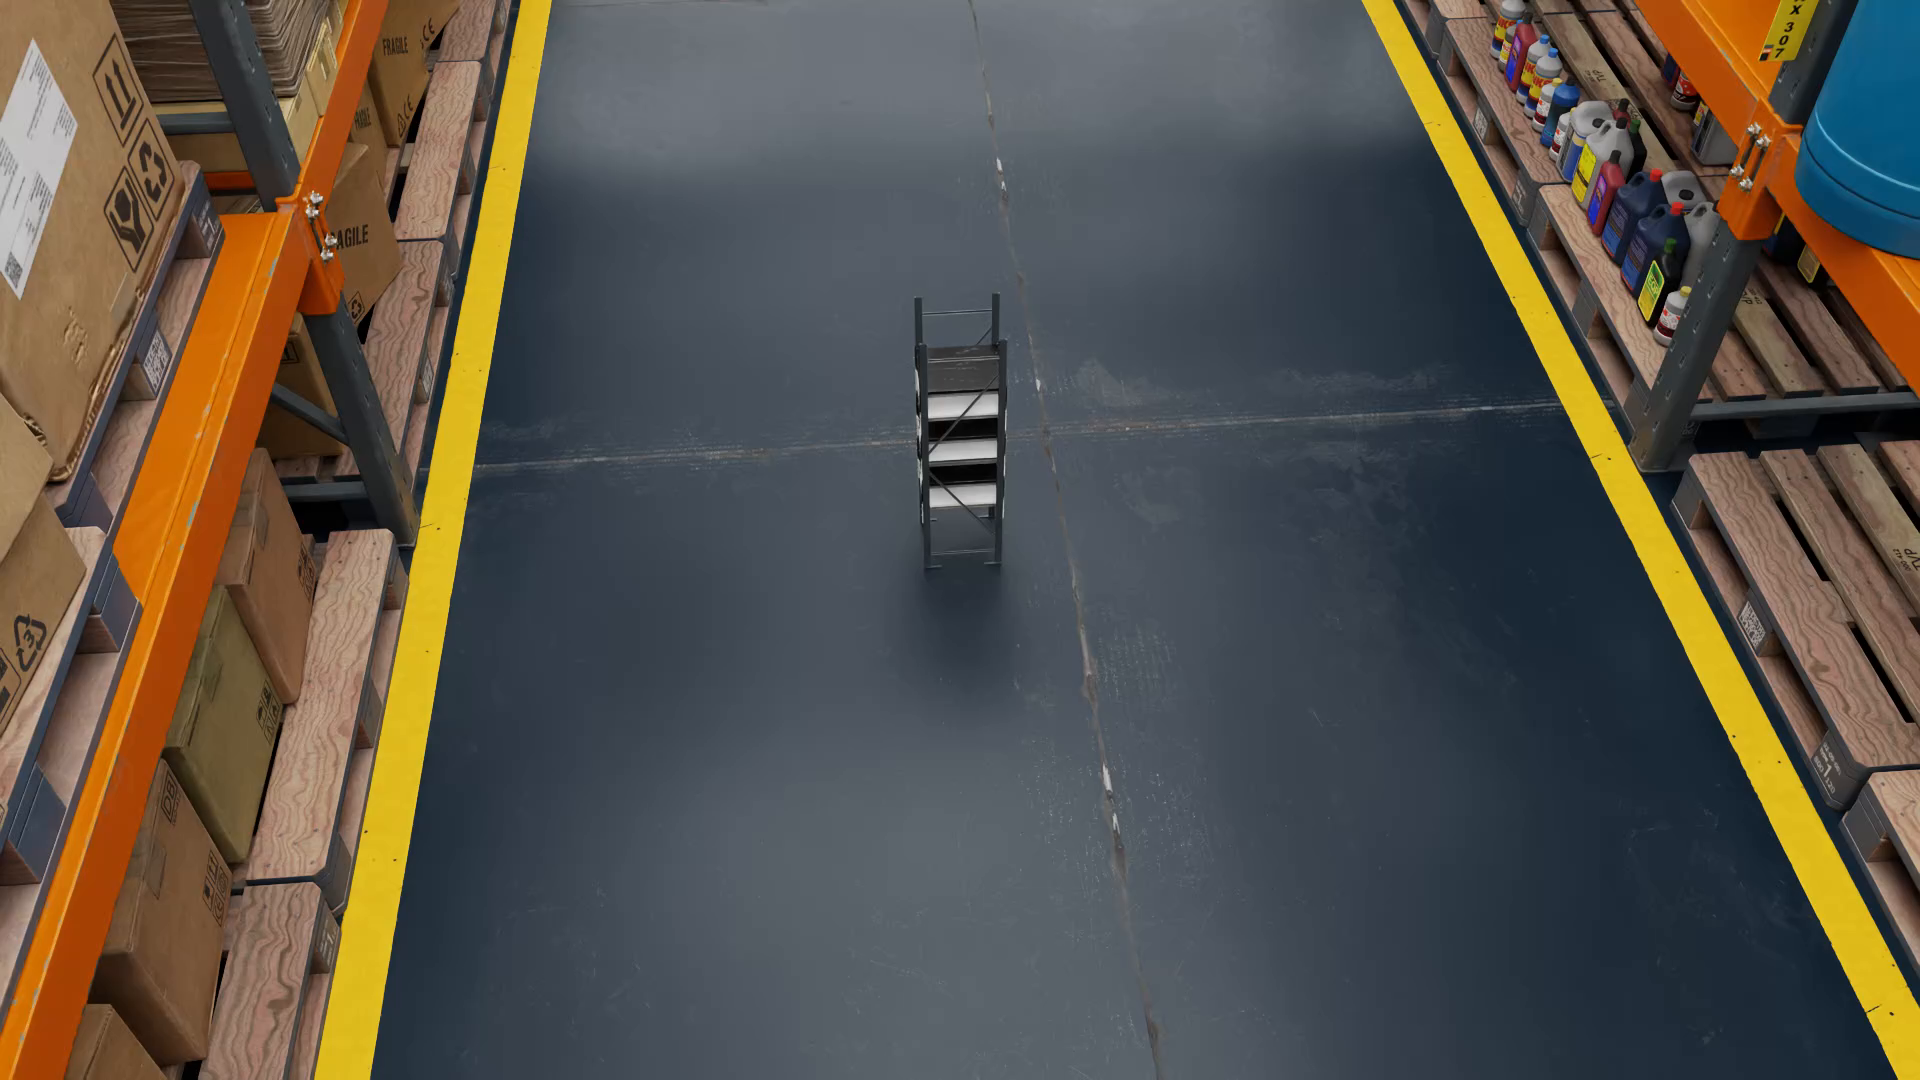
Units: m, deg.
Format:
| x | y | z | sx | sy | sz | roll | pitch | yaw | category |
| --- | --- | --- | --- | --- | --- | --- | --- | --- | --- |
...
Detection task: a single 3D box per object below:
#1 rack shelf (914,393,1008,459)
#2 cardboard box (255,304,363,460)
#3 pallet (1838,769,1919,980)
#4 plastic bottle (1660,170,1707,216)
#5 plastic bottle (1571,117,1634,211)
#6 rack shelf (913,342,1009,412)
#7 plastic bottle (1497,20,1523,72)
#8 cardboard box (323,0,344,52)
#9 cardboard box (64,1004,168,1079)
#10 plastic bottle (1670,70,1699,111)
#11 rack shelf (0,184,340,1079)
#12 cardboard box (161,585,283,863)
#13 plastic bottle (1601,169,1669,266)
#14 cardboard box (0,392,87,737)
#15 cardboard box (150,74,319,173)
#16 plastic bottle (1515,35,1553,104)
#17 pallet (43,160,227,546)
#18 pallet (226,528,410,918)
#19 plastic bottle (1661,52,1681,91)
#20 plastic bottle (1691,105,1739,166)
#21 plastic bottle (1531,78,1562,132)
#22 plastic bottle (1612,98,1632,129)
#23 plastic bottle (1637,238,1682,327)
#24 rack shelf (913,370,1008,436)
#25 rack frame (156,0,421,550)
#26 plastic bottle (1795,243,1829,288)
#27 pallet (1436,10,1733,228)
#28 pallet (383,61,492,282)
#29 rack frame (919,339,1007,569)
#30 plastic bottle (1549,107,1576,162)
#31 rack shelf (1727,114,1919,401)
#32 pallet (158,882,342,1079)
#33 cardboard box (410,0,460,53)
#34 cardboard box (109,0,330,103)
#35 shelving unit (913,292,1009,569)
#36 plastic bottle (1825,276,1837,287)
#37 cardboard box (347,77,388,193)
| x | y | z | sx | sy | sz | roll | pitch | yaw | category |
| --- | --- | --- | --- | --- | --- | --- | --- | --- | --- |
| 0.001 | -0.343 | 4.877 | 0.258 | 0.077 | 0.200 | -3 | 47 | -3 | rack shelf |
| -2.207 | -0.595 | 5.180 | 0.500 | 0.500 | 0.500 | -5 | 47 | -5 | cardboard box |
| 2.932 | 1.090 | 4.072 | 1.003 | 0.211 | 1.213 | -3 | 47 | -3 | pallet |
| 2.510 | -1.148 | 5.844 | 0.152 | 0.276 | 0.135 | -3 | 47 | -3 | plastic bottle |
| 2.338 | -1.380 | 6.013 | 0.144 | 0.351 | 0.185 | -4 | 47 | -4 | plastic bottle |
| 0.001 | -0.466 | 4.746 | 0.258 | 0.077 | 0.200 | -3 | 47 | -3 | rack shelf |
| 2.237 | -1.996 | 6.699 | 0.097 | 0.201 | 0.097 | 0 | 47 | 0 | plastic bottle |
| -1.988 | -1.466 | 4.746 | 0.380 | 0.149 | 0.250 | -3 | 47 | -3 | cardboard box |
| -2.068 | 1.290 | 3.380 | 0.700 | 0.500 | 0.500 | 0 | 47 | 0 | cardboard box |
| 2.860 | -1.795 | 6.508 | 0.097 | 0.201 | 0.097 | 0 | 47 | 0 | plastic bottle |
| -2.046 | 0.676 | 3.039 | 1.077 | 0.370 | 4.000 | -3 | 47 | -3 | rack shelf |
| -2.163 | 0.482 | 4.146 | 0.700 | 0.500 | 0.500 | -4 | 47 | -4 | cardboard box |
| 2.365 | -1.147 | 5.792 | 0.144 | 0.351 | 0.185 | -6 | 47 | -5 | plastic bottle |
| -1.977 | 0.051 | 2.776 | 0.797 | 0.503 | 0.637 | 1 | 47 | 1 | cardboard box |
| -1.932 | -1.105 | 4.404 | 0.380 | 0.149 | 0.250 | -3 | 47 | -3 | cardboard box |
| 2.257 | -1.847 | 6.510 | 0.097 | 0.271 | 0.097 | 0 | 47 | 0 | plastic bottle |
| -2.295 | -0.390 | 3.686 | 1.003 | 0.211 | 1.213 | -3 | 47 | -3 | pallet |
| -2.147 | 0.504 | 4.627 | 1.003 | 0.211 | 1.213 | -3 | 47 | -3 | pallet |
| 2.865 | -1.937 | 6.587 | 0.061 | 0.283 | 0.133 | -3 | 47 | -3 | plastic bottle |
| 2.871 | -1.560 | 6.234 | 0.152 | 0.276 | 0.135 | -3 | 47 | -3 | plastic bottle |
| 2.274 | -1.679 | 6.399 | 0.097 | 0.201 | 0.097 | 0 | 47 | 0 | plastic bottle |
| 2.434 | -1.482 | 6.155 | 0.061 | 0.283 | 0.133 | -3 | 47 | -3 | plastic bottle |
| 2.353 | -0.864 | 5.570 | 0.061 | 0.283 | 0.133 | -1 | 47 | -1 | plastic bottle |
| 0.001 | -0.404 | 4.811 | 0.258 | 0.077 | 0.200 | -3 | 47 | -3 | rack shelf |
| -2.214 | -1.018 | 4.148 | 1.000 | 3.000 | 0.127 | -3 | 47 | -3 | rack frame |
| 2.972 | -1.019 | 5.717 | 0.061 | 0.283 | 0.133 | -3 | 47 | -3 | plastic bottle |
| 2.602 | -1.733 | 6.746 | 1.003 | 0.211 | 1.213 | -3 | 47 | -3 | pallet |
| -2.410 | -1.428 | 6.457 | 1.003 | 0.211 | 1.213 | -3 | 47 | -3 | pallet |
| 0.009 | -0.230 | 4.848 | 0.240 | 0.900 | 0.006 | -3 | 47 | -3 | rack frame |
| 2.291 | -1.531 | 6.258 | 0.097 | 0.201 | 0.097 | 0 | 47 | 0 | plastic bottle |
| 2.889 | 0.375 | 3.324 | 1.077 | 0.370 | 4.000 | -3 | 47 | -3 | rack shelf |
| -2.042 | 1.389 | 3.789 | 1.003 | 0.211 | 1.213 | -3 | 47 | -3 | pallet |
| -2.429 | -2.314 | 6.808 | 0.500 | 0.500 | 0.500 | 8 | 47 | 7 | cardboard box |
| -2.190 | -1.484 | 4.316 | 0.875 | 0.500 | 0.500 | -3 | 47 | -3 | cardboard box |
| 0.001 | -0.304 | 4.918 | 0.258 | 0.900 | 0.210 | -3 | 47 | -3 | shelving unit |
| 3.078 | -1.023 | 5.726 | 0.152 | 0.276 | 0.135 | -2 | 47 | -2 | plastic bottle |
| -2.393 | -1.453 | 5.993 | 0.500 | 0.500 | 0.500 | -7 | 47 | -7 | cardboard box |
